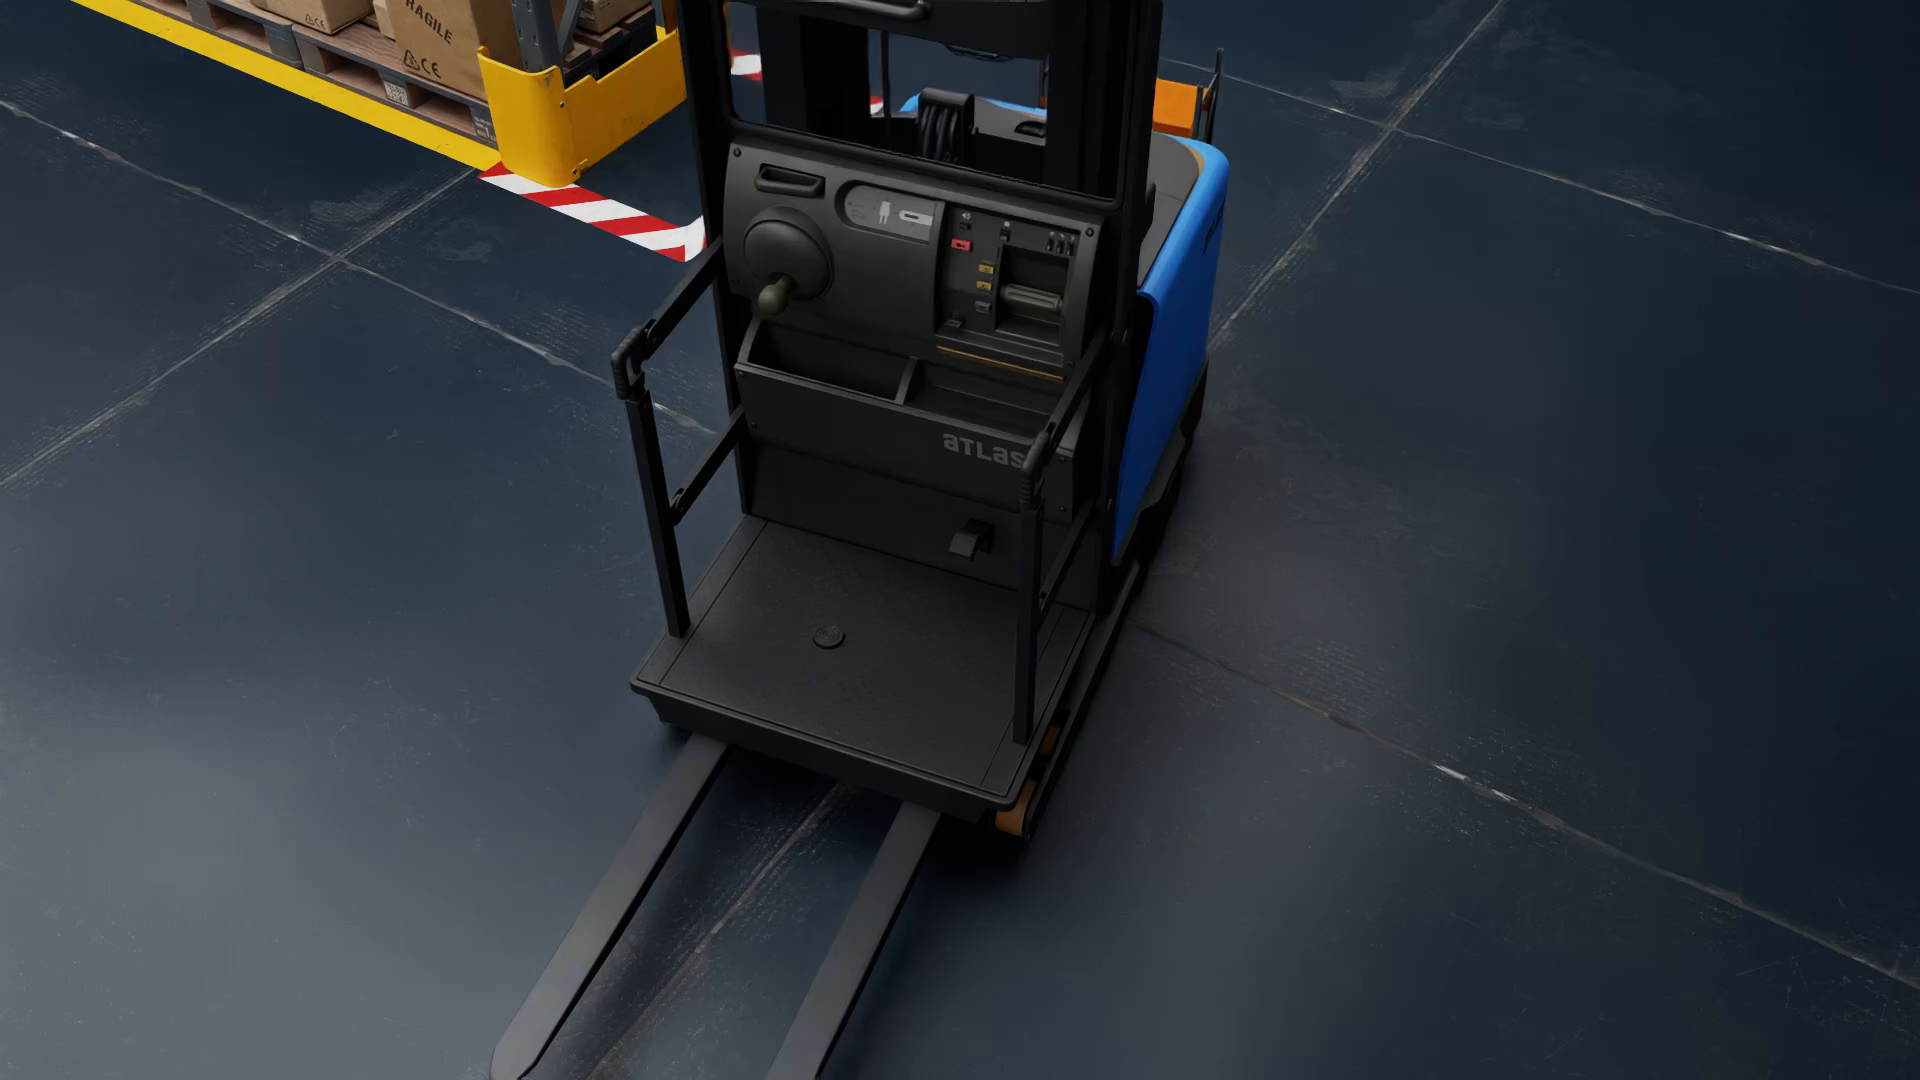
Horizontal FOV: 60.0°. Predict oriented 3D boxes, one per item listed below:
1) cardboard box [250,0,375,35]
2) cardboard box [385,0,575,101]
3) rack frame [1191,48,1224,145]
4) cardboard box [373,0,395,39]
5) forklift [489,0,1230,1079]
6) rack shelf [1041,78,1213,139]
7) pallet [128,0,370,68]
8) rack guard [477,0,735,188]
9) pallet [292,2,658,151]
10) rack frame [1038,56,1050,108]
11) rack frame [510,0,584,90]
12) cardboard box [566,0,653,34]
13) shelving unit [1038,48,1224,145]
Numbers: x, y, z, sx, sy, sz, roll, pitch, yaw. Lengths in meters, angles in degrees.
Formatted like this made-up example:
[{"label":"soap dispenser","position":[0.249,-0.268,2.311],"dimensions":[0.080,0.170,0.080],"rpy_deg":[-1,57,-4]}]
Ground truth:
[{"label":"cardboard box","position":[-2.726,-2.458,7.158],"dimensions":[0.500,0.250,0.500],"rpy_deg":[25,51,22]},{"label":"cardboard box","position":[-1.943,-2.159,6.693],"dimensions":[0.500,0.500,0.500],"rpy_deg":[25,51,22]},{"label":"rack frame","position":[0.744,-0.986,5.371],"dimensions":[0.015,1.200,0.240],"rpy_deg":[16,48,15]},{"label":"cardboard box","position":[-2.235,-2.254,7.018],"dimensions":[0.250,0.166,0.380],"rpy_deg":[25,51,22]},{"label":"forklift","position":[-0.203,-0.574,3.764],"dimensions":[1.130,2.935,3.031],"rpy_deg":[16,48,15]},{"label":"rack shelf","position":[0.518,-1.325,5.152],"dimensions":[0.480,0.148,0.258],"rpy_deg":[16,48,15]},{"label":"pallet","position":[-3.111,-2.654,7.682],"dimensions":[1.213,0.211,1.003],"rpy_deg":[25,51,22]},{"label":"rack guard","position":[-1.416,-1.974,6.819],"dimensions":[0.348,0.500,1.175],"rpy_deg":[25,51,22]},{"label":"pallet","position":[-2.088,-2.181,7.222],"dimensions":[1.213,0.211,1.003],"rpy_deg":[25,51,22]},{"label":"rack frame","position":[0.290,-1.114,5.495],"dimensions":[0.015,1.200,0.240],"rpy_deg":[16,48,15]},{"label":"rack frame","position":[-1.352,-2.815,5.894],"dimensions":[0.127,3.000,1.000],"rpy_deg":[25,51,22]},{"label":"cardboard box","position":[-1.519,-2.345,7.118],"dimensions":[0.250,0.149,0.380],"rpy_deg":[25,51,22]},{"label":"shelving unit","position":[0.517,-1.050,5.433],"dimensions":[0.503,1.200,0.258],"rpy_deg":[16,48,15]}]
